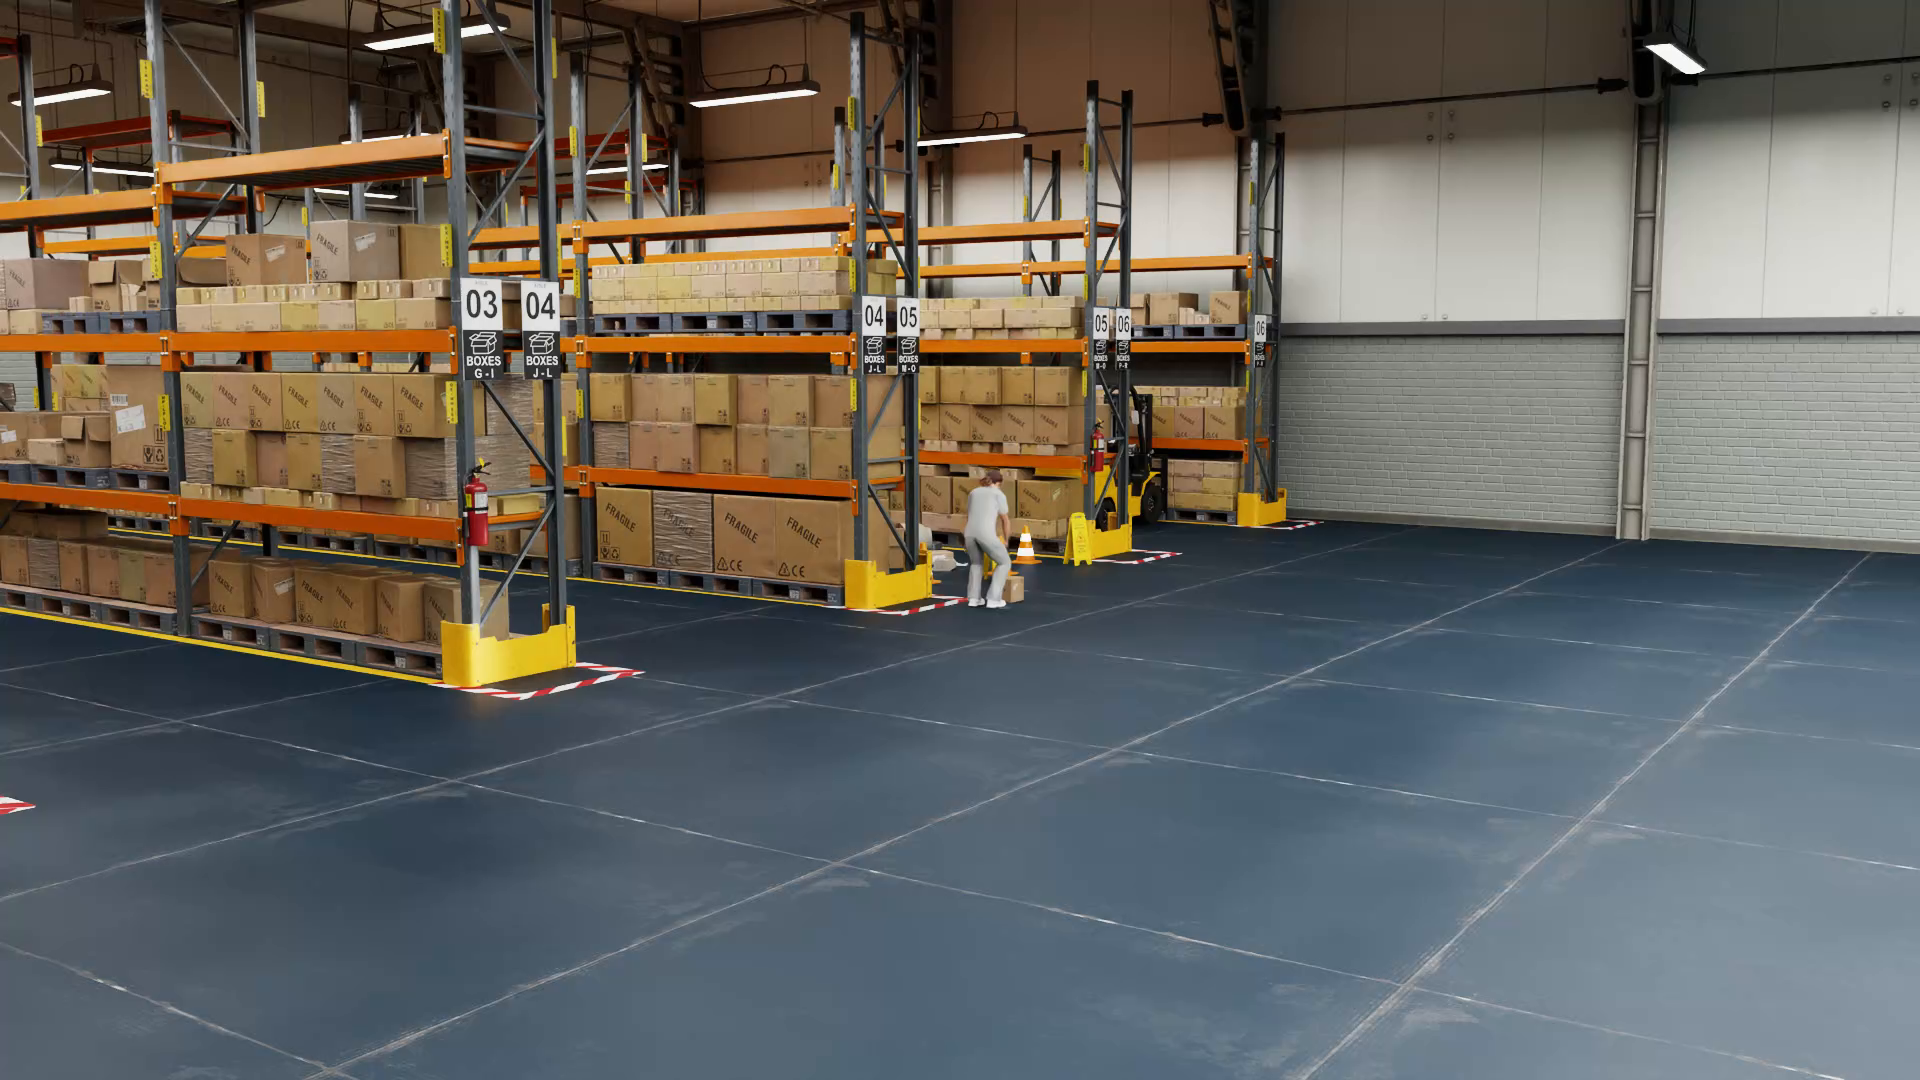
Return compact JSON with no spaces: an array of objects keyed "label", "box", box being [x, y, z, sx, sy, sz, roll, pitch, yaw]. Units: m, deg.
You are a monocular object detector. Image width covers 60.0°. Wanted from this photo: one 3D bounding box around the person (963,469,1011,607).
[{"label":"person","box":[0.260,-0.017,17.315,0.490,1.417,0.615,4,7,29]}]
